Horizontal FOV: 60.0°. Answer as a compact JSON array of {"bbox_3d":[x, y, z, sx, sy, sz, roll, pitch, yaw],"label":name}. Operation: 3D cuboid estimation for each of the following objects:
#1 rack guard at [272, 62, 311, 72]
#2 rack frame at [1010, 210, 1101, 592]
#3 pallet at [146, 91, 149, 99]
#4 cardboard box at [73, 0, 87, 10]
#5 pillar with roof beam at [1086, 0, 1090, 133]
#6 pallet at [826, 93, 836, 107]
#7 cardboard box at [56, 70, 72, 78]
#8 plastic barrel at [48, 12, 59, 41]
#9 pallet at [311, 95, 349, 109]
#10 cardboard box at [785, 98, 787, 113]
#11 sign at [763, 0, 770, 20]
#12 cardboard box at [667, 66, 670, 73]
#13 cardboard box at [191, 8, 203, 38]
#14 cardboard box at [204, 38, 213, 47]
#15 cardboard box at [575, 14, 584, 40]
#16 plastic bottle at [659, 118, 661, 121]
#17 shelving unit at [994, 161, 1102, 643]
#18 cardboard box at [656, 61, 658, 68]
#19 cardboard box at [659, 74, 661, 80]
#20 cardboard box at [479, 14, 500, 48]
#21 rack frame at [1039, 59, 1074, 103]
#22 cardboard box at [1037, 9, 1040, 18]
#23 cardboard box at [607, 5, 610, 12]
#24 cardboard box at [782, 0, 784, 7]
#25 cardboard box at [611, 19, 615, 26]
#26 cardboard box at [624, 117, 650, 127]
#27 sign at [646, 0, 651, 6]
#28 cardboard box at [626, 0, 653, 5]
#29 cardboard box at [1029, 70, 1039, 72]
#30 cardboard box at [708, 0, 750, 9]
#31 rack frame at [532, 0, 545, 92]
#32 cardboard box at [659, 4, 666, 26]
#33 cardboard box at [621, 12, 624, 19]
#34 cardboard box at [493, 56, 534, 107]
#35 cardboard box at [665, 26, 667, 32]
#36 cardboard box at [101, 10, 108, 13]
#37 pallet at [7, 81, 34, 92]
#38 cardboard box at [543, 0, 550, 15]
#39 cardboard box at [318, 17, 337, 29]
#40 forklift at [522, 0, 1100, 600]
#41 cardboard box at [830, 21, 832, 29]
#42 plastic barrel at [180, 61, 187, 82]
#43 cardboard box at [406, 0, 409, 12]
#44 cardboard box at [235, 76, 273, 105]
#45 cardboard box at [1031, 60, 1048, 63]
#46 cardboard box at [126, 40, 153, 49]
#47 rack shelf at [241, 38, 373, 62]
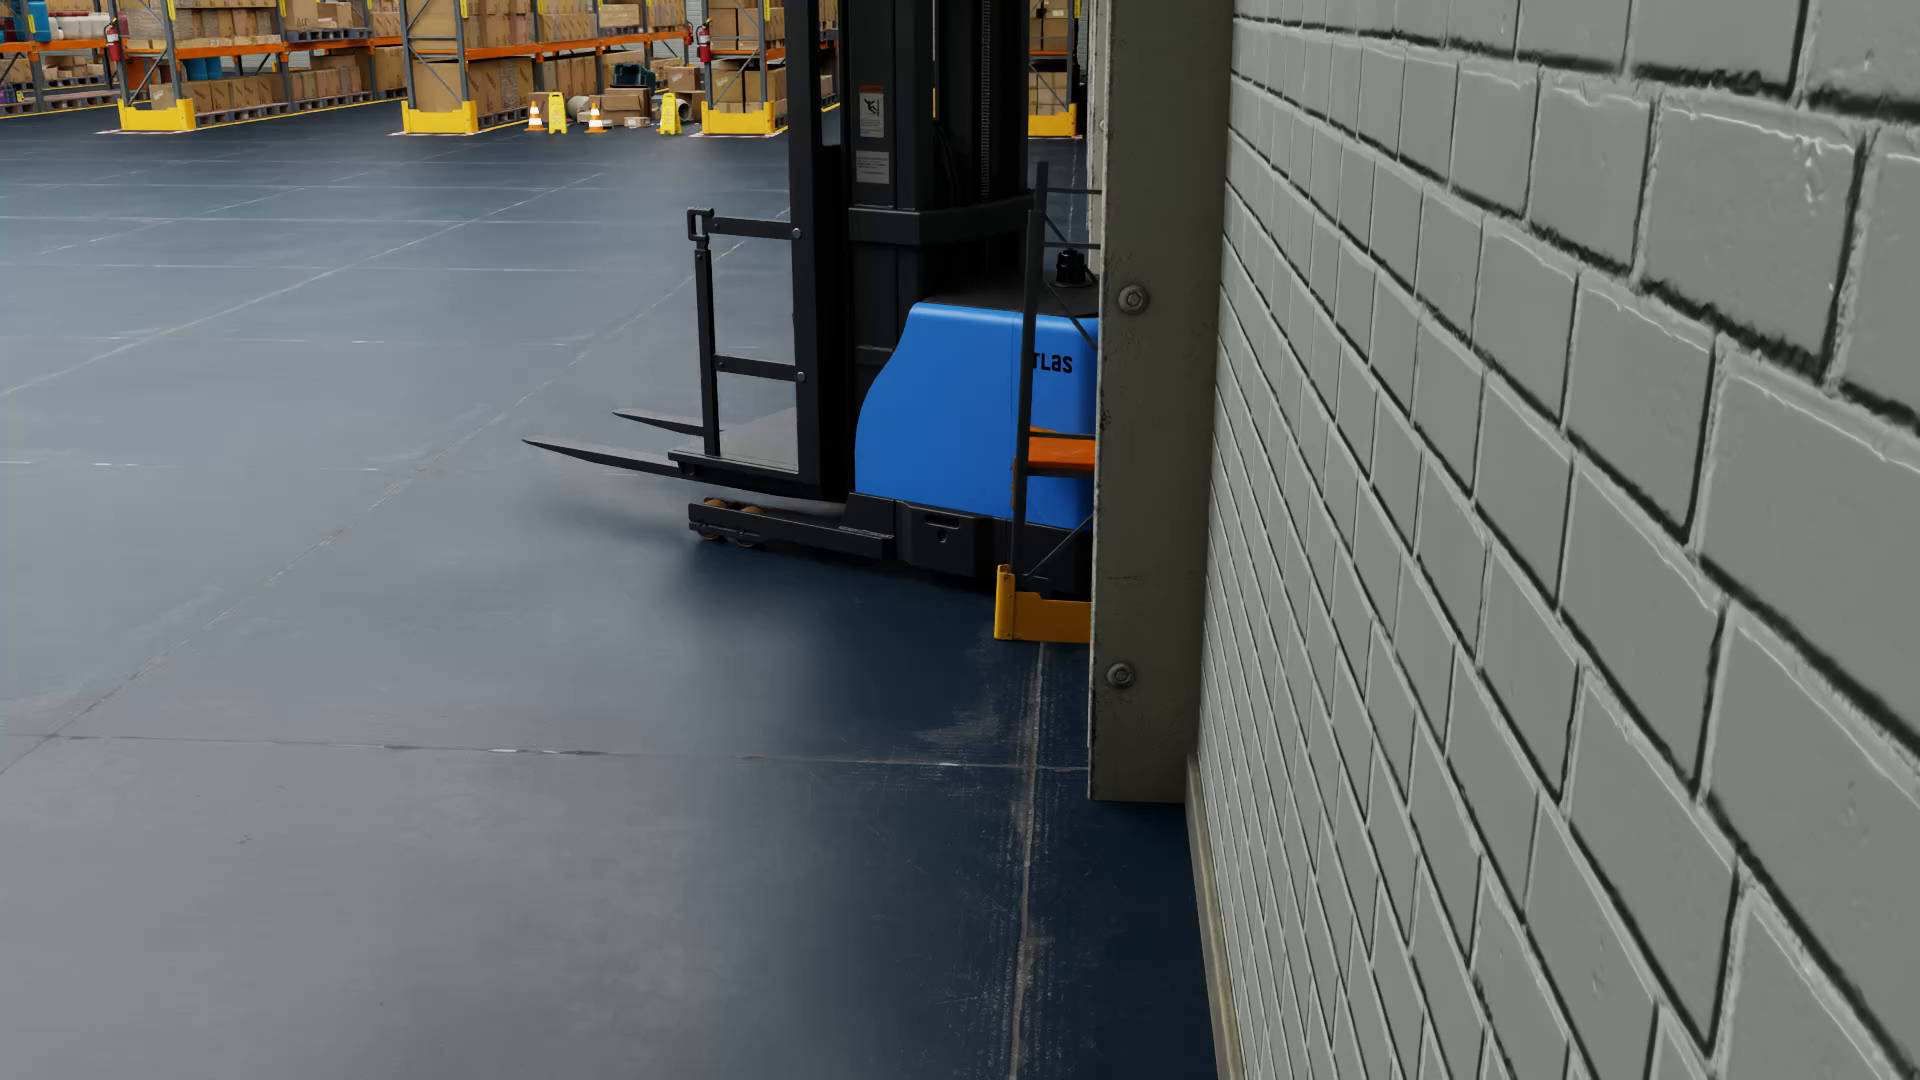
[{"bbox_3d":[-17.339,-12.240,43.474,1.175,0.500,0.348,1,18,4],"label":"rack guard"},{"bbox_3d":[0.441,-0.340,5.569,0.500,1.500,0.032,3,22,3],"label":"rack frame"},{"bbox_3d":[-17.887,-9.856,36.663,1.003,0.211,1.213,1,18,4],"label":"pallet"},{"bbox_3d":[-22.131,-13.432,41.333,0.500,0.500,0.500,2,18,6],"label":"cardboard box"},{"bbox_3d":[-2.044,-11.152,26.506,9.100,9.000,0.400,1,18,4],"label":"pillar with roof beam"},{"bbox_3d":[-3.134,-9.036,34.160,1.003,0.211,1.213,1,18,4],"label":"pallet"},{"bbox_3d":[-22.257,-11.546,41.187,0.380,0.166,0.250,1,18,4],"label":"cardboard box"},{"bbox_3d":[-17.901,-10.050,32.558,0.433,0.535,0.433,0,18,0],"label":"plastic barrel"},{"bbox_3d":[-13.109,-8.879,33.681,1.003,0.211,1.213,1,18,4],"label":"pallet"},{"bbox_3d":[-3.246,-7.584,28.993,0.500,0.250,0.500,3,18,8],"label":"cardboard box"},{"bbox_3d":[-3.109,-8.518,26.712,0.100,0.325,0.005,1,18,4],"label":"sign"},{"bbox_3d":[-7.290,-11.495,40.614,0.380,0.149,0.250,1,18,4],"label":"cardboard box"},{"bbox_3d":[-13.552,-8.857,28.498,0.875,0.500,0.500,1,18,4],"label":"cardboard box"},{"bbox_3d":[-13.184,-8.614,28.798,0.380,0.149,0.250,1,18,4],"label":"cardboard box"},{"bbox_3d":[-7.859,-10.274,33.300,0.500,0.500,0.500,1,18,3],"label":"cardboard box"},{"bbox_3d":[-5.327,-7.606,30.037,0.133,0.061,0.283,4,19,13],"label":"plastic bottle"},{"bbox_3d":[0.477,-0.529,6.049,0.587,1.500,1.083,3,22,3],"label":"shelving unit"},{"bbox_3d":[-7.459,-11.400,39.846,0.380,0.149,0.250,1,18,2],"label":"cardboard box"},{"bbox_3d":[-7.450,-11.201,40.193,0.380,0.149,0.250,1,18,2],"label":"cardboard box"},{"bbox_3d":[-8.430,-8.728,28.501,0.875,0.550,0.550,1,18,4],"label":"cardboard box"},{"bbox_3d":[1.588,-9.252,30.340,1.000,3.000,0.127,1,18,4],"label":"rack frame"},{"bbox_3d":[1.115,-8.638,27.266,0.380,0.149,0.250,2,18,5],"label":"cardboard box"},{"bbox_3d":[-7.737,-11.427,35.751,0.380,0.149,0.250,1,18,2],"label":"cardboard box"},{"bbox_3d":[-3.044,-9.889,30.972,0.500,0.500,0.500,2,18,5],"label":"cardboard box"},{"bbox_3d":[-7.715,-11.231,36.110,0.380,0.149,0.250,2,18,6],"label":"cardboard box"},{"bbox_3d":[-5.571,-7.216,28.706,0.380,0.149,0.250,12,22,32],"label":"cardboard box"},{"bbox_3d":[-7.181,-12.464,38.284,0.100,0.325,0.005,1,18,4],"label":"sign"},{"bbox_3d":[-7.459,-12.724,38.692,0.500,0.500,0.500,2,18,5],"label":"cardboard box"},{"bbox_3d":[1.054,-7.686,27.698,0.500,0.250,0.500,2,18,5],"label":"cardboard box"},{"bbox_3d":[-3.831,-8.946,27.165,0.700,0.500,0.500,1,18,3],"label":"cardboard box"},{"bbox_3d":[-8.308,-9.440,30.916,1.000,3.000,0.127,1,18,4],"label":"rack frame"},{"bbox_3d":[-7.347,-12.571,39.834,0.500,0.500,0.500,1,18,3],"label":"cardboard box"},{"bbox_3d":[-7.657,-11.609,36.786,0.380,0.149,0.250,1,18,4],"label":"cardboard box"},{"bbox_3d":[-8.423,-8.436,30.590,0.875,0.875,0.875,2,18,5],"label":"cardboard box"},{"bbox_3d":[-7.372,-12.459,40.533,0.380,0.149,0.250,2,18,5],"label":"cardboard box"},{"bbox_3d":[-22.063,-13.273,42.452,0.500,0.500,0.500,1,18,4],"label":"cardboard box"},{"bbox_3d":[-22.576,-10.711,39.272,1.003,0.211,1.213,1,18,4],"label":"pallet"},{"bbox_3d":[-8.243,-10.277,31.703,0.700,0.500,0.500,1,18,3],"label":"cardboard box"},{"bbox_3d":[-12.811,-10.436,33.498,0.396,0.266,0.258,1,18,2],"label":"cardboard box"},{"bbox_3d":[-0.538,-1.492,6.769,3.031,2.935,1.130,10,21,29],"label":"forklift"},{"bbox_3d":[-2.786,-10.412,33.612,0.380,0.149,0.250,1,18,3],"label":"cardboard box"},{"bbox_3d":[-17.851,-10.633,37.877,0.421,0.512,0.421,0,18,0],"label":"plastic barrel"},{"bbox_3d":[-12.773,-12.180,37.505,0.797,0.503,0.637,1,18,5],"label":"cardboard box"},{"bbox_3d":[-13.317,-8.471,31.297,0.500,0.500,0.500,1,18,2],"label":"cardboard box"},{"bbox_3d":[1.657,-9.973,34.840,0.380,0.149,0.250,0,18,1],"label":"cardboard box"},{"bbox_3d":[-13.720,-8.314,27.882,0.380,0.149,0.250,1,18,4],"label":"cardboard box"},{"bbox_3d":[-13.105,-9.862,33.357,1.077,0.370,4.000,1,18,4],"label":"rack shelf"}]
